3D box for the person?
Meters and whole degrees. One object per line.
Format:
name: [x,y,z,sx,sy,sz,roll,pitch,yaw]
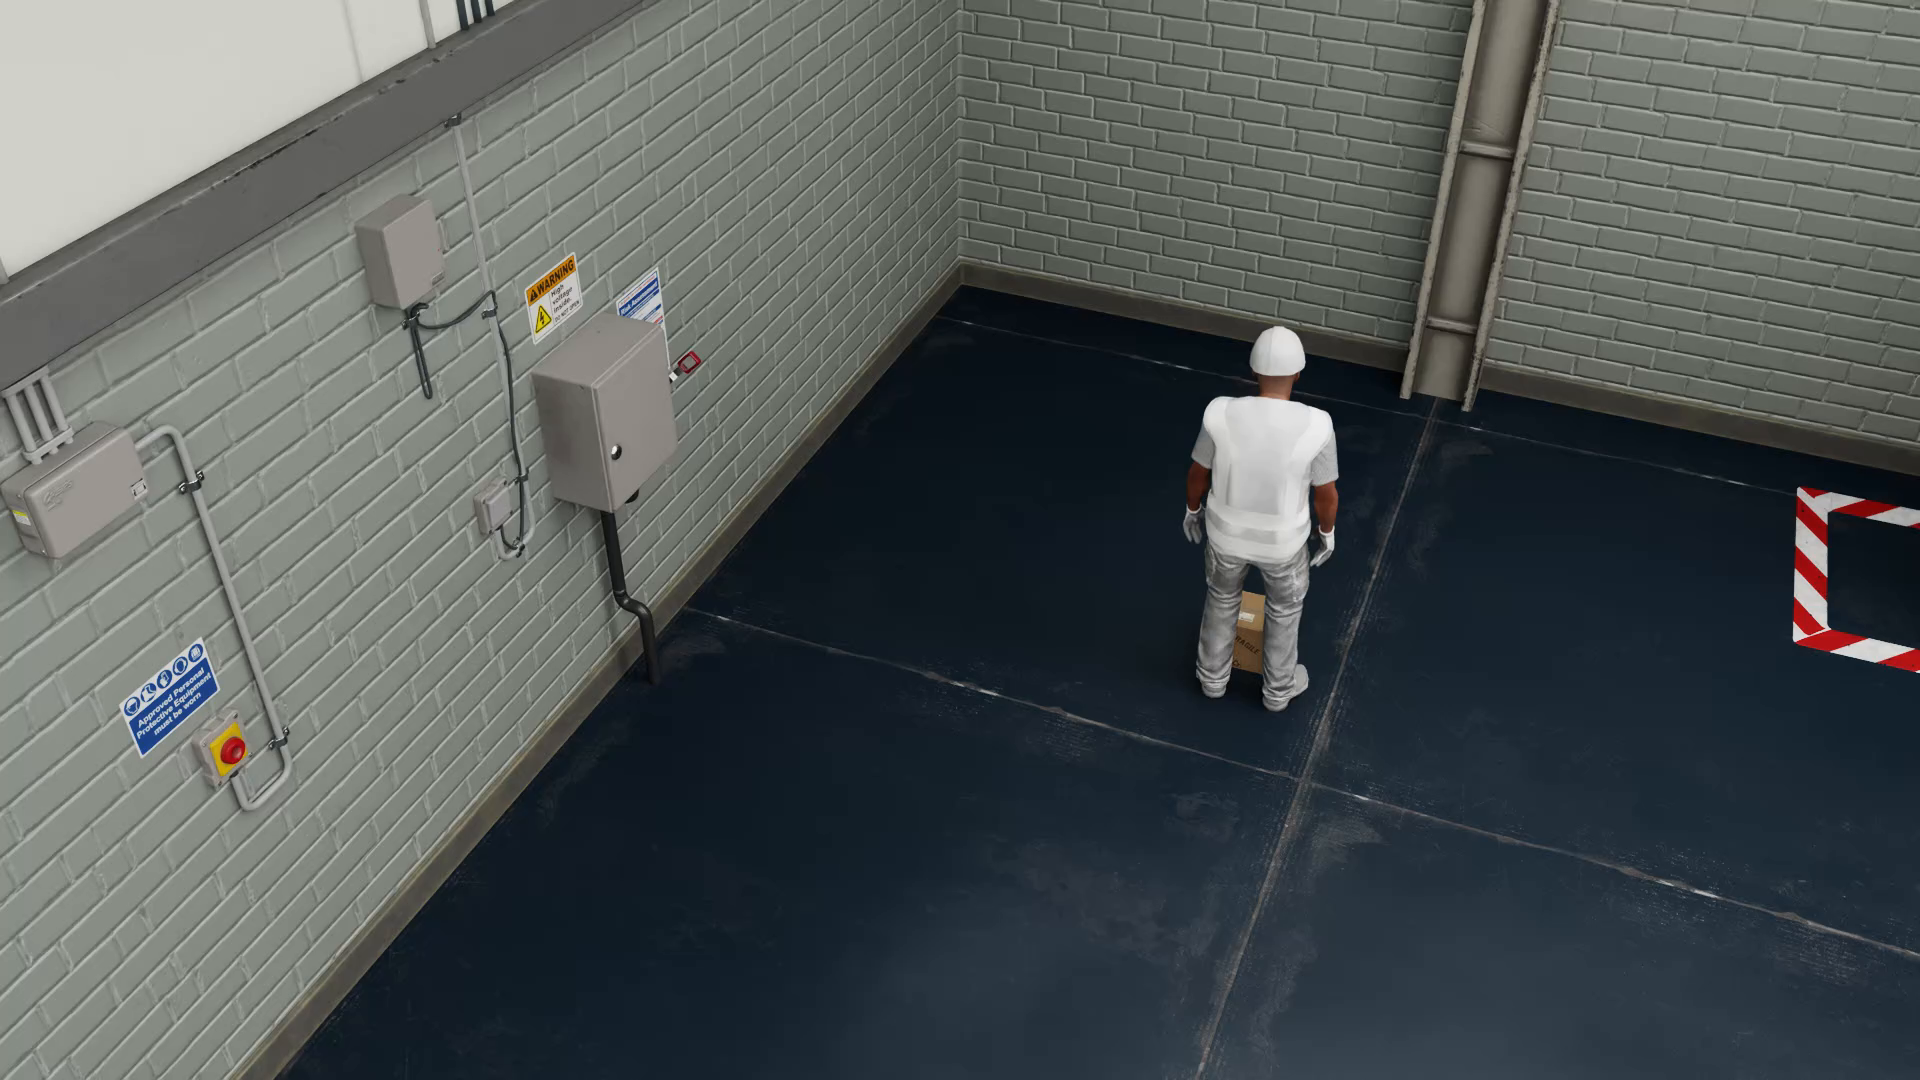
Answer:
person: [1.237,-0.059,6.888,0.629,1.775,0.445,12,39,15]
